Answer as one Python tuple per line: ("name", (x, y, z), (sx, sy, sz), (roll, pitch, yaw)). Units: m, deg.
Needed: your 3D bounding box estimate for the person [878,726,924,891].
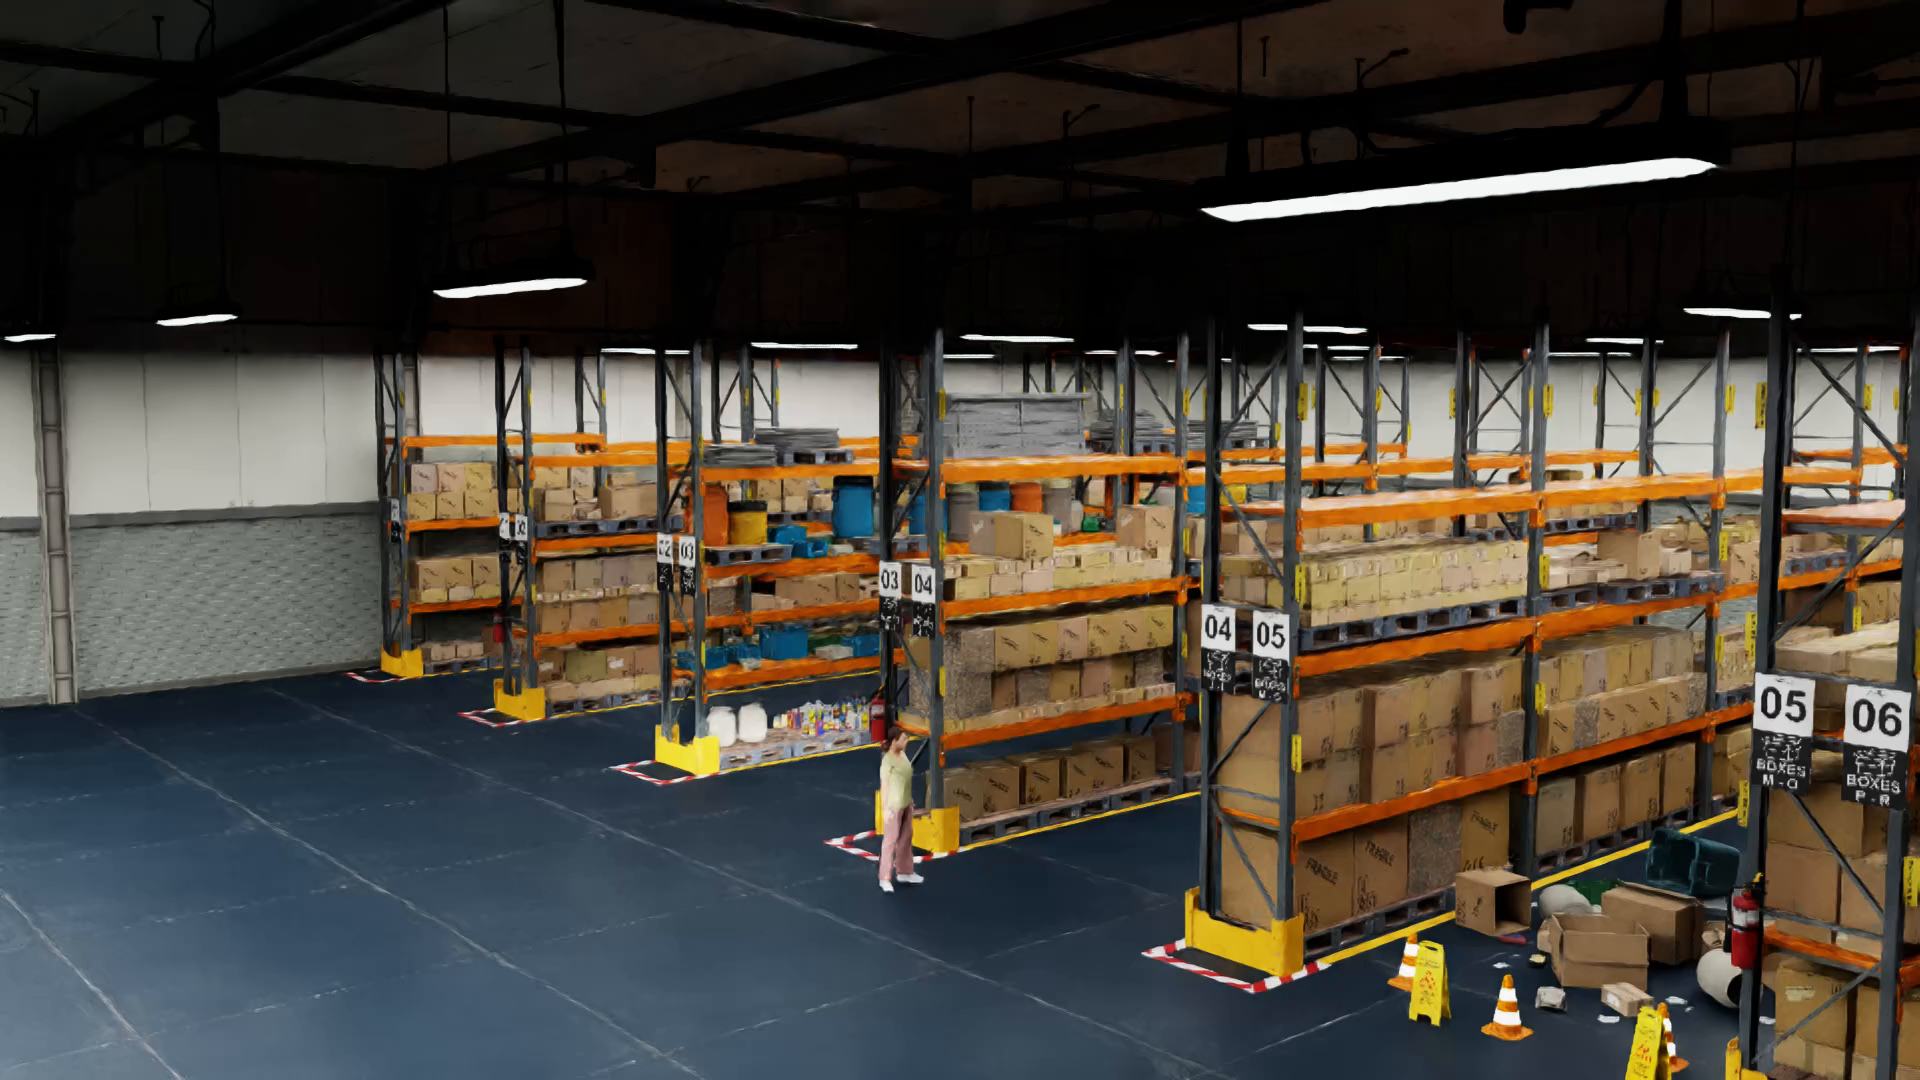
("person", (-0.623, 2.748, 17.188), (0.389, 1.676, 0.557), (3, 6, 27))
